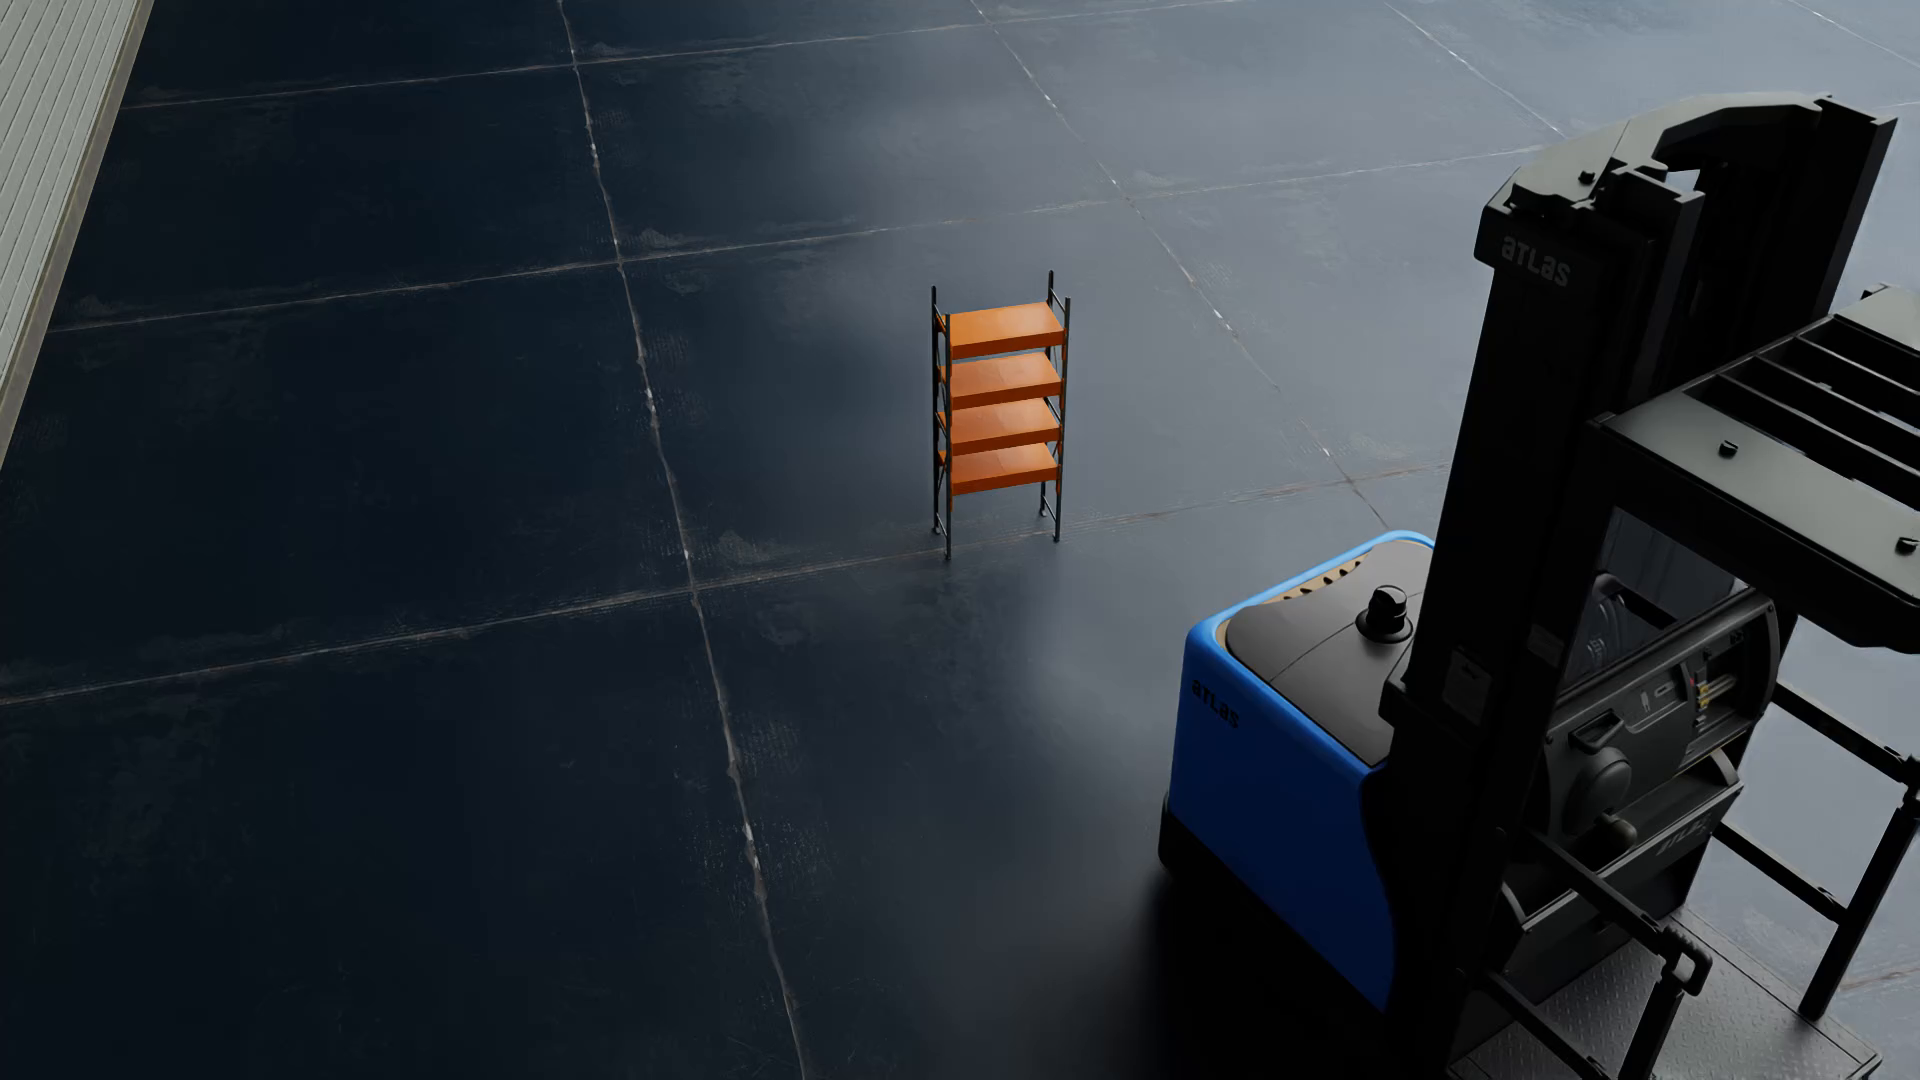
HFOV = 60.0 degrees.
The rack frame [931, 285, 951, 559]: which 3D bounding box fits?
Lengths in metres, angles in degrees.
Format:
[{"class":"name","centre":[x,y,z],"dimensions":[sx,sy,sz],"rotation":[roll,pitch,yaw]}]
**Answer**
[{"class":"rack frame","centre":[-0.076,-0.464,6.869],"dimensions":[0.015,1.200,0.240],"rotation":[-9,38,-12]}]

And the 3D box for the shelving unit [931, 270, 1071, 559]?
[{"class":"shelving unit","centre":[0.160,-0.503,6.920],"dimensions":[0.503,1.200,0.258],"rotation":[-9,38,-12]}]

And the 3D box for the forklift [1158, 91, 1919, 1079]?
[{"class":"forklift","centre":[1.927,0.536,4.137],"dimensions":[1.130,2.935,3.031],"rotation":[-23,43,-27]}]

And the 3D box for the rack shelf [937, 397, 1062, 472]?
[{"class":"rack shelf","centre":[0.160,-0.449,6.961],"dimensions":[0.480,0.148,0.258],"rotation":[-9,38,-12]}]

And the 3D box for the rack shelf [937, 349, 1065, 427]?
[{"class":"rack shelf","centre":[0.160,-0.627,6.825],"dimensions":[0.480,0.148,0.258],"rotation":[-9,38,-12]}]

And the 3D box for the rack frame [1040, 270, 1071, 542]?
[{"class":"rack frame","centre":[0.395,-0.541,6.970],"dimensions":[0.015,1.200,0.240],"rotation":[-9,38,-12]}]

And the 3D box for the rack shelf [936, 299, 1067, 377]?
[{"class":"rack shelf","centre":[0.160,-0.815,6.681],"dimensions":[0.480,0.148,0.258],"rotation":[-9,38,-12]}]

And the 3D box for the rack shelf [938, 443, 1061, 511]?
[{"class":"rack shelf","centre":[0.160,-0.292,7.081],"dimensions":[0.480,0.148,0.258],"rotation":[-9,38,-12]}]
